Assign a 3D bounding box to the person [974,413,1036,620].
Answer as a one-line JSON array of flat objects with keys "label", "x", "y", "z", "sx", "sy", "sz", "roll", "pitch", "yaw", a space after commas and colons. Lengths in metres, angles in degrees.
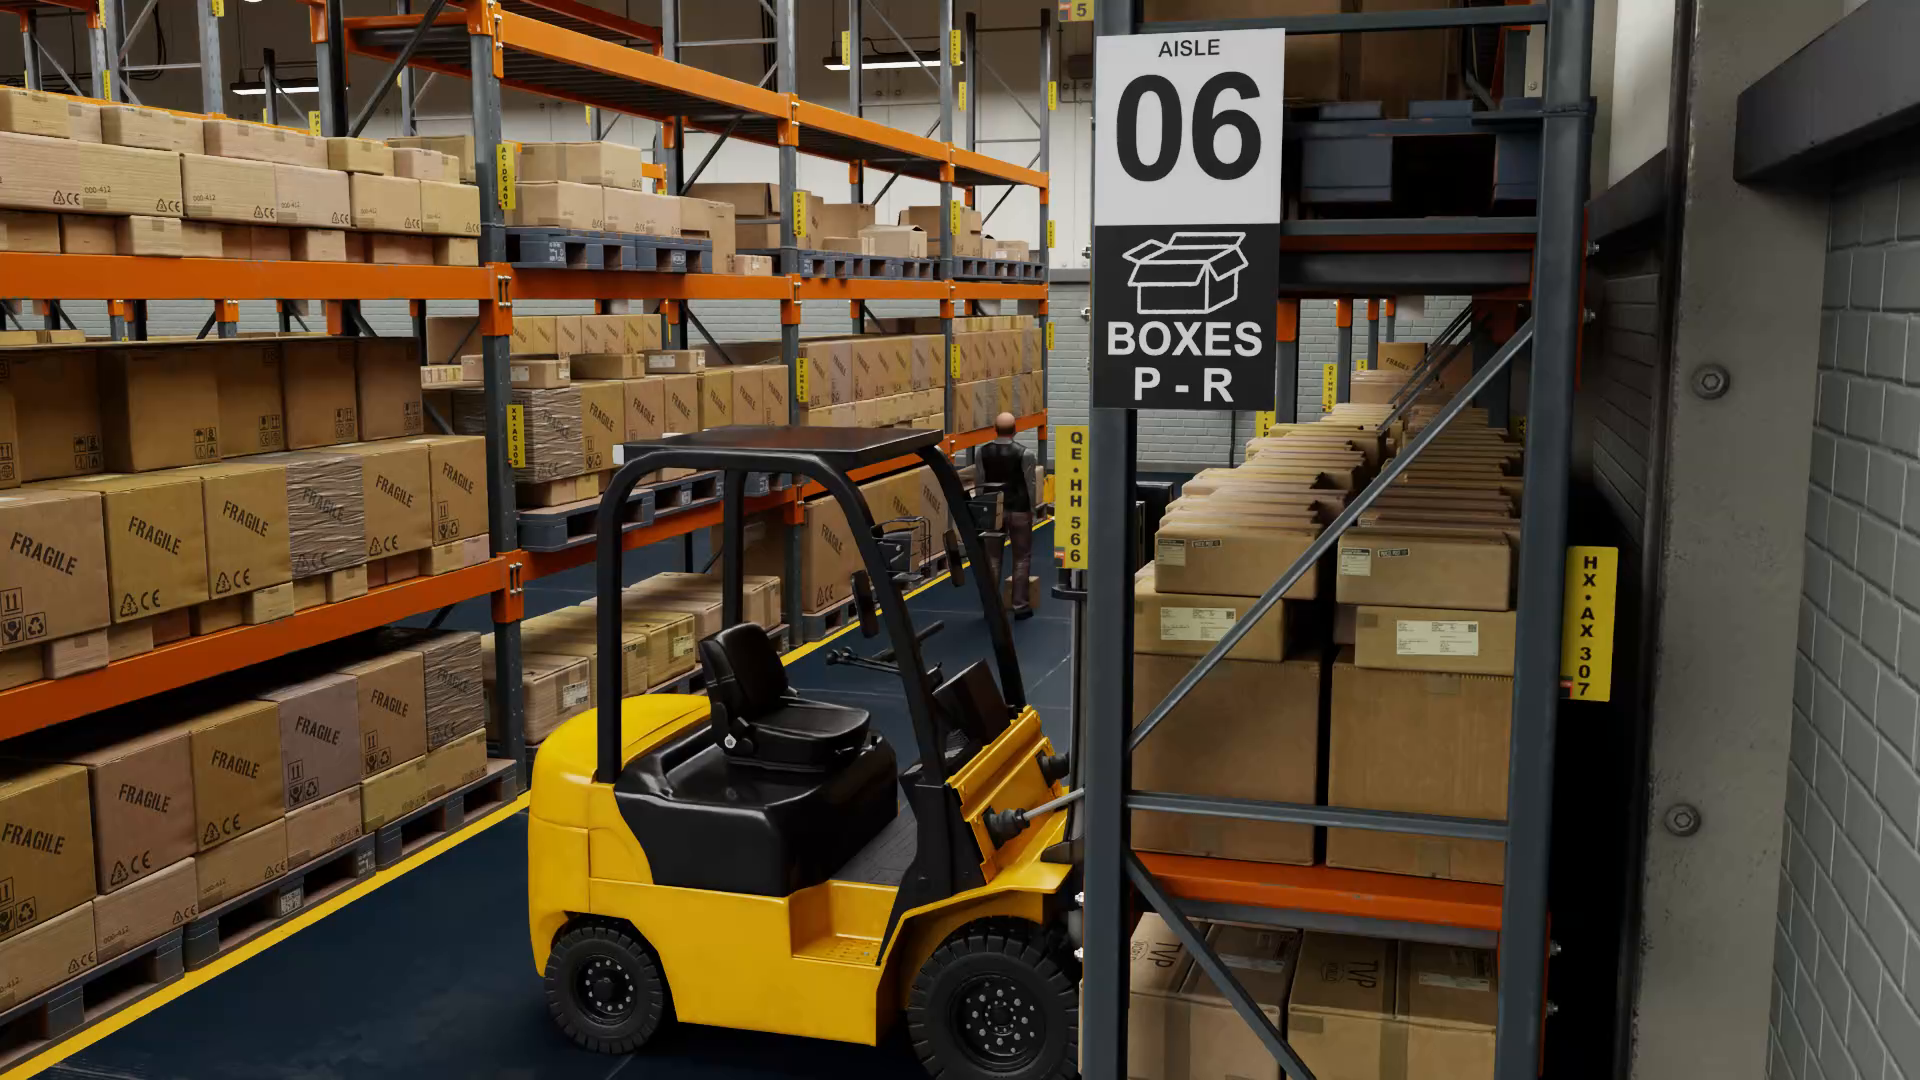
[{"label": "person", "x": 0.383, "y": -0.197, "z": 13.845, "sx": 0.531, "sy": 1.732, "sz": 0.359, "roll": 3, "pitch": 9, "yaw": 18}]
